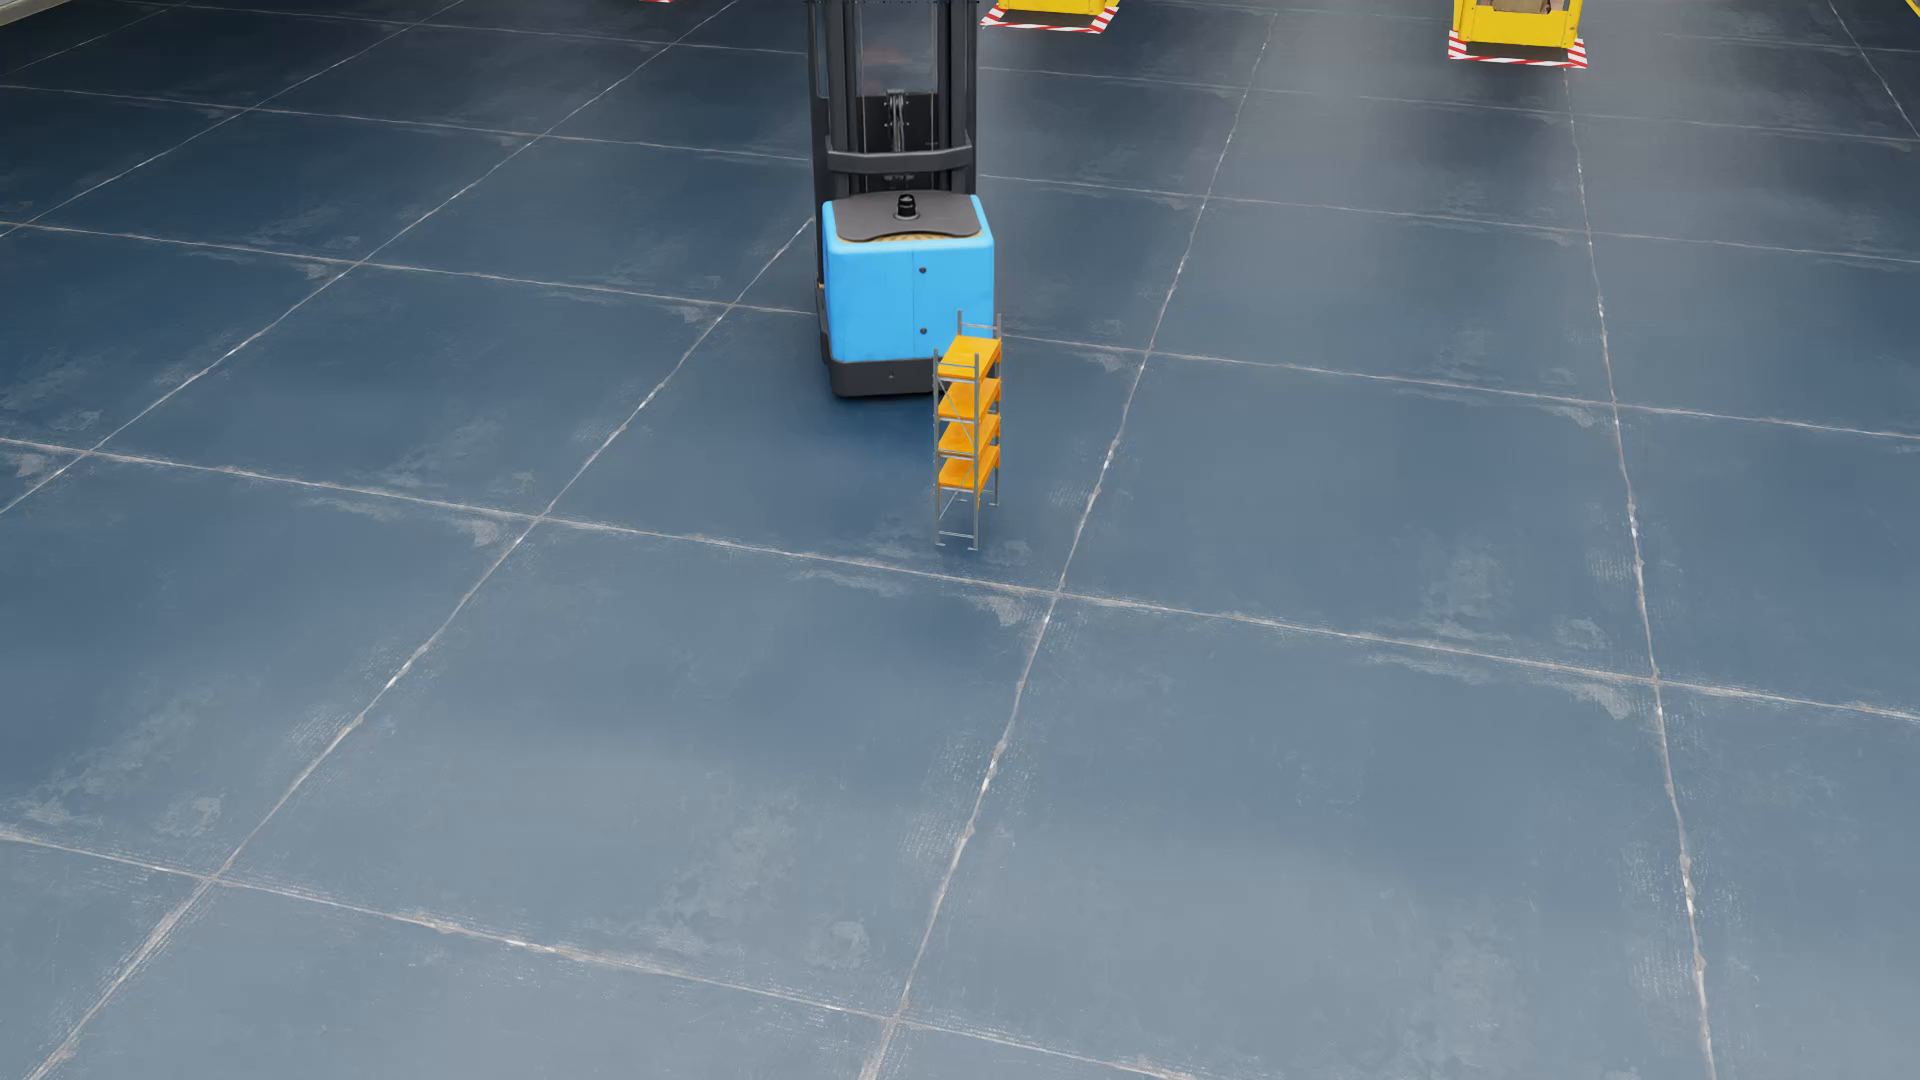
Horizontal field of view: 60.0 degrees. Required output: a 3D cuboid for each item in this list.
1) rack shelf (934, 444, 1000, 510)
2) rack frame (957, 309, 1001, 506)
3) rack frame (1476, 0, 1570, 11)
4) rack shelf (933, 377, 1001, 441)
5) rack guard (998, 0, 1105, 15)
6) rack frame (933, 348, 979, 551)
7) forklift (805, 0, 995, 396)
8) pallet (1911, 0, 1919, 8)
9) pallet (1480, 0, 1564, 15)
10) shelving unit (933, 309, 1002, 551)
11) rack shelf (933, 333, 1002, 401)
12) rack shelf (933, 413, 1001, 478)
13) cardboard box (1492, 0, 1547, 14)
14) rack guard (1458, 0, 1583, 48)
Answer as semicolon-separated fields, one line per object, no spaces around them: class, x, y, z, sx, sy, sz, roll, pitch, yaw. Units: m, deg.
rack shelf;0.042;-0.368;9.206;0.258;0.148;0.480;8;33;12
rack frame;0.104;-0.719;9.262;0.240;1.200;0.015;8;33;12
rack frame;5.840;-6.504;16.685;1.000;3.000;0.127;8;33;12
rack shelf;0.042;-0.724;8.979;0.258;0.148;0.480;8;33;12
rack guard;1.022;-6.169;18.488;1.175;0.500;0.348;8;33;12
rack frame;-0.020;-0.466;8.864;0.240;1.200;0.015;8;33;12
forklift;-0.466;-2.920;11.112;1.130;2.935;3.031;-4;33;-6
pallet;11.358;-6.291;18.949;1.003;0.211;1.213;8;33;12
pallet;6.099;-5.783;18.150;1.003;0.211;1.213;8;33;12
shelving unit;0.042;-0.592;9.063;0.258;1.200;0.503;8;33;12
rack shelf;0.042;-0.924;8.852;0.258;0.148;0.480;8;33;12
rack shelf;0.042;-0.535;9.099;0.258;0.148;0.480;8;33;12
cardboard box;6.014;-5.948;17.749;0.500;0.500;0.500;14;35;21
rack guard;5.859;-5.488;17.417;1.175;0.500;0.348;8;33;12
